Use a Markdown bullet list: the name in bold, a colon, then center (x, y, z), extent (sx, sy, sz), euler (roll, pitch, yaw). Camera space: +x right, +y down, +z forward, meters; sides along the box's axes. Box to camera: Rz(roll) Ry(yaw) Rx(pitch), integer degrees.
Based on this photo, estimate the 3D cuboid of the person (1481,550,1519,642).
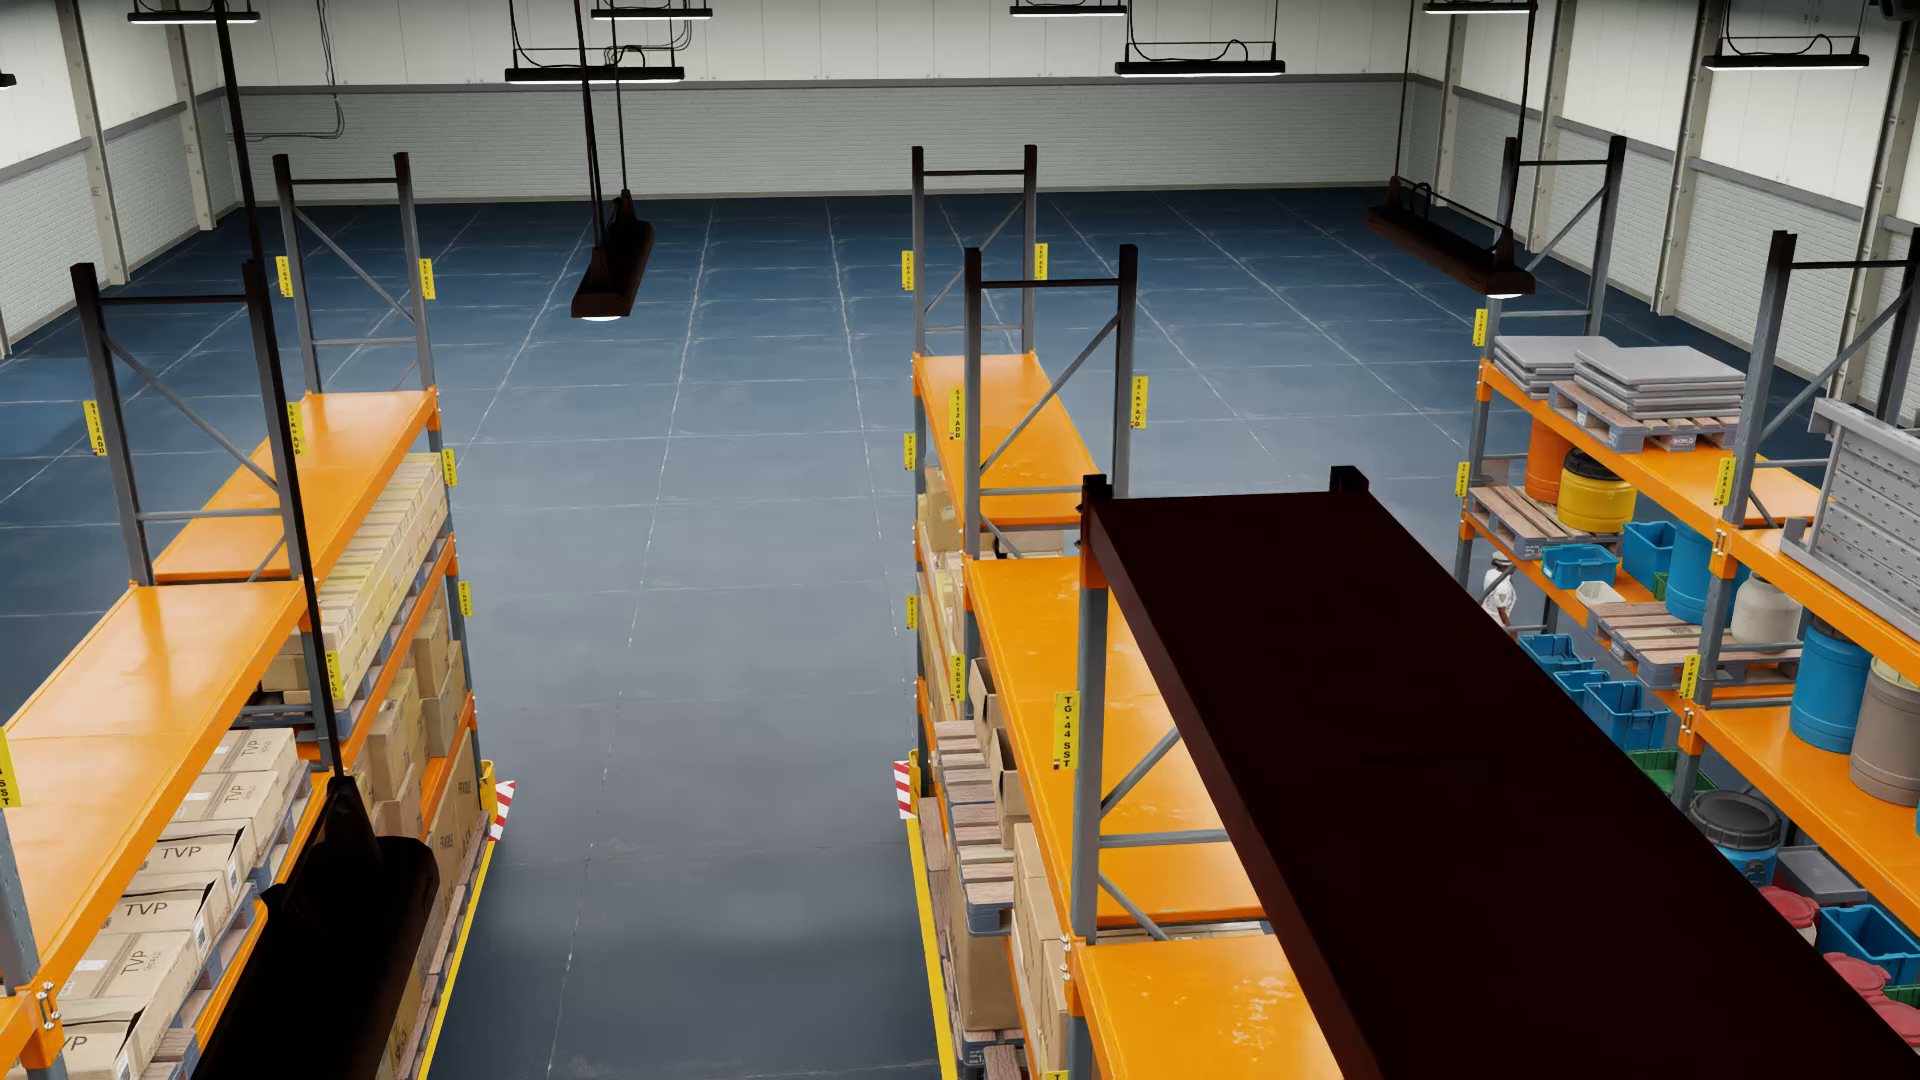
- **person**: center (5.575, 0.867, 17.239), extent (0.840, 1.635, 0.478), euler (3, 22, 9)
